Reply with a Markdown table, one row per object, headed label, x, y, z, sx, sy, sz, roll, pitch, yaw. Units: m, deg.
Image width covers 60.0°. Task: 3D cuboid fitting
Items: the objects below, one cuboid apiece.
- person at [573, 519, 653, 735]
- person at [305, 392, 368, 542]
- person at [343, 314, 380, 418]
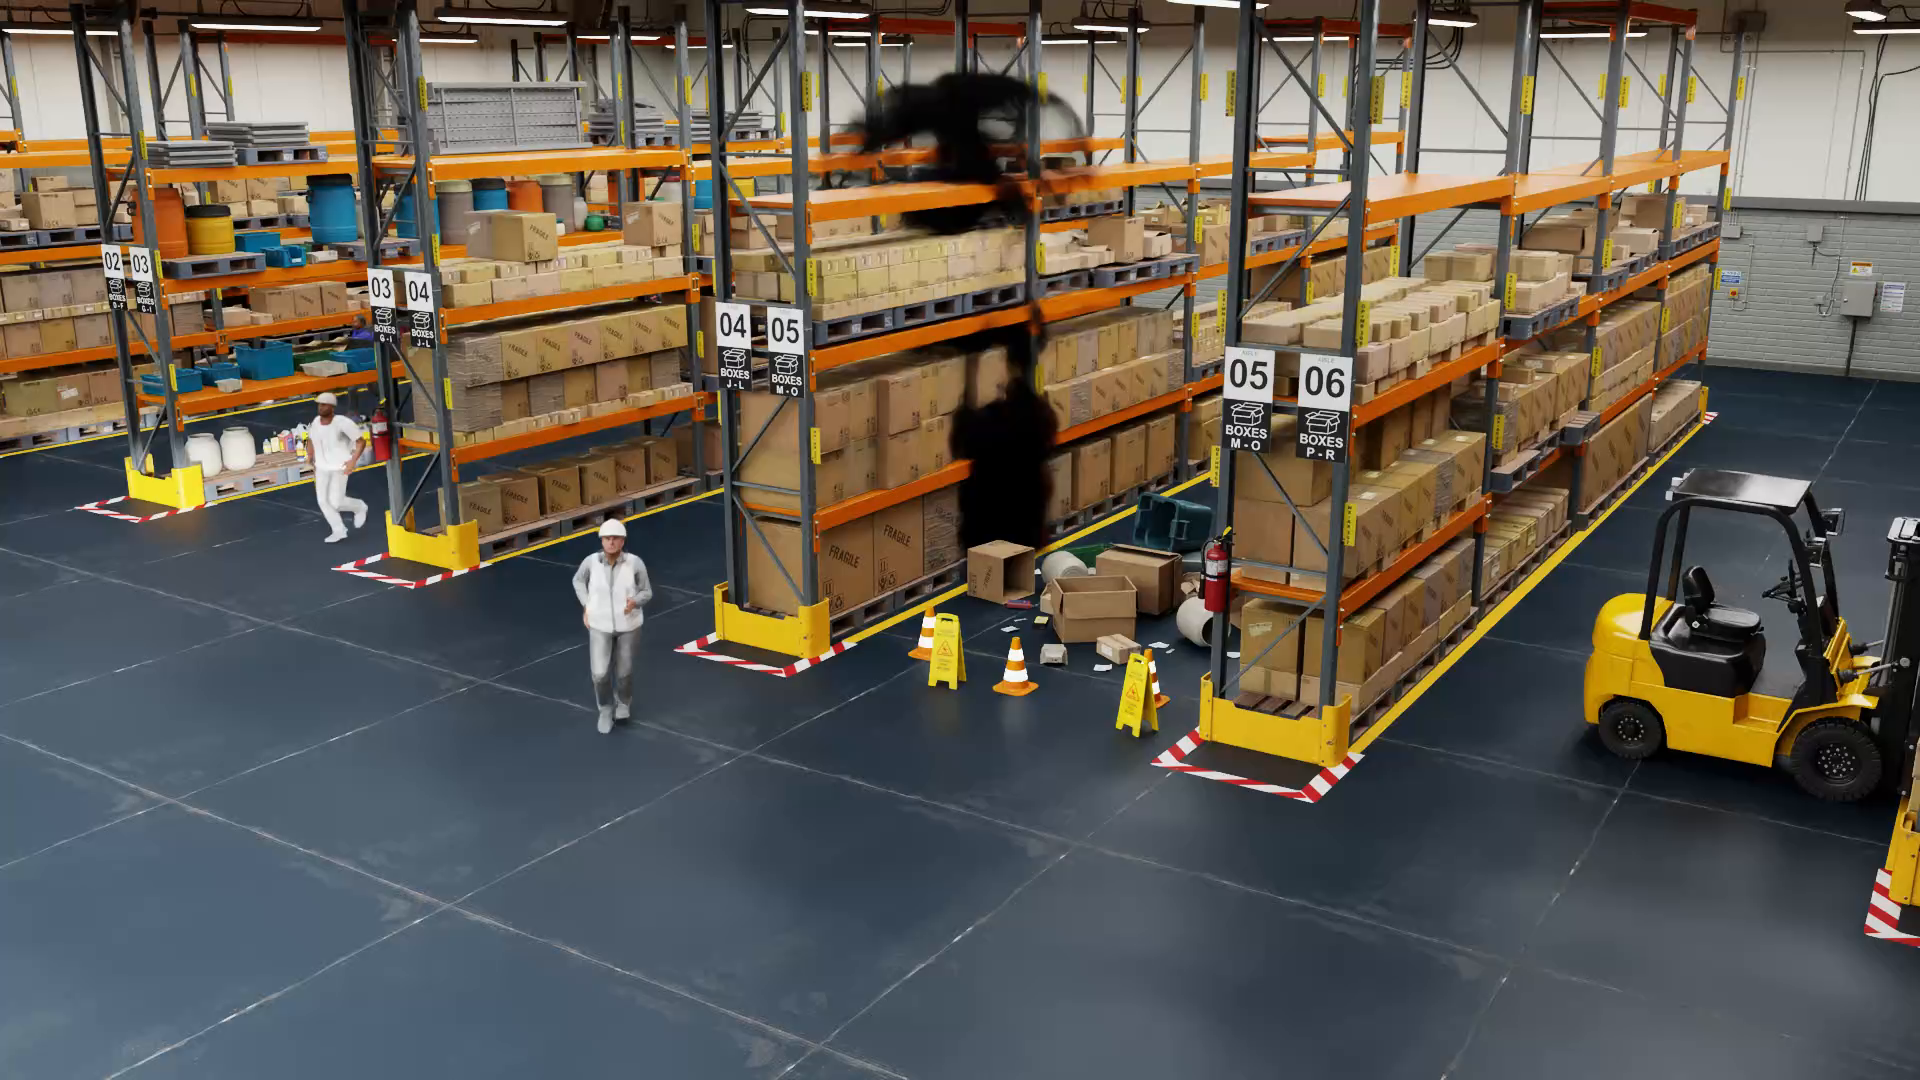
| label | x | y | z | sx | sy | sz | roll | pitch | yaw |
| --- | --- | --- | --- | --- | --- | --- | --- | --- | --- |
| person | -2.786 | 0.709 | 13.415 | 0.633 | 1.789 | 0.726 | -3 | 16 | -10 |
| person | -7.152 | -0.854 | 19.065 | 0.709 | 1.717 | 0.612 | 5 | 16 | 17 |
| person | -9.166 | -2.635 | 25.549 | 0.570 | 1.645 | 0.929 | 9 | 18 | 29 |
